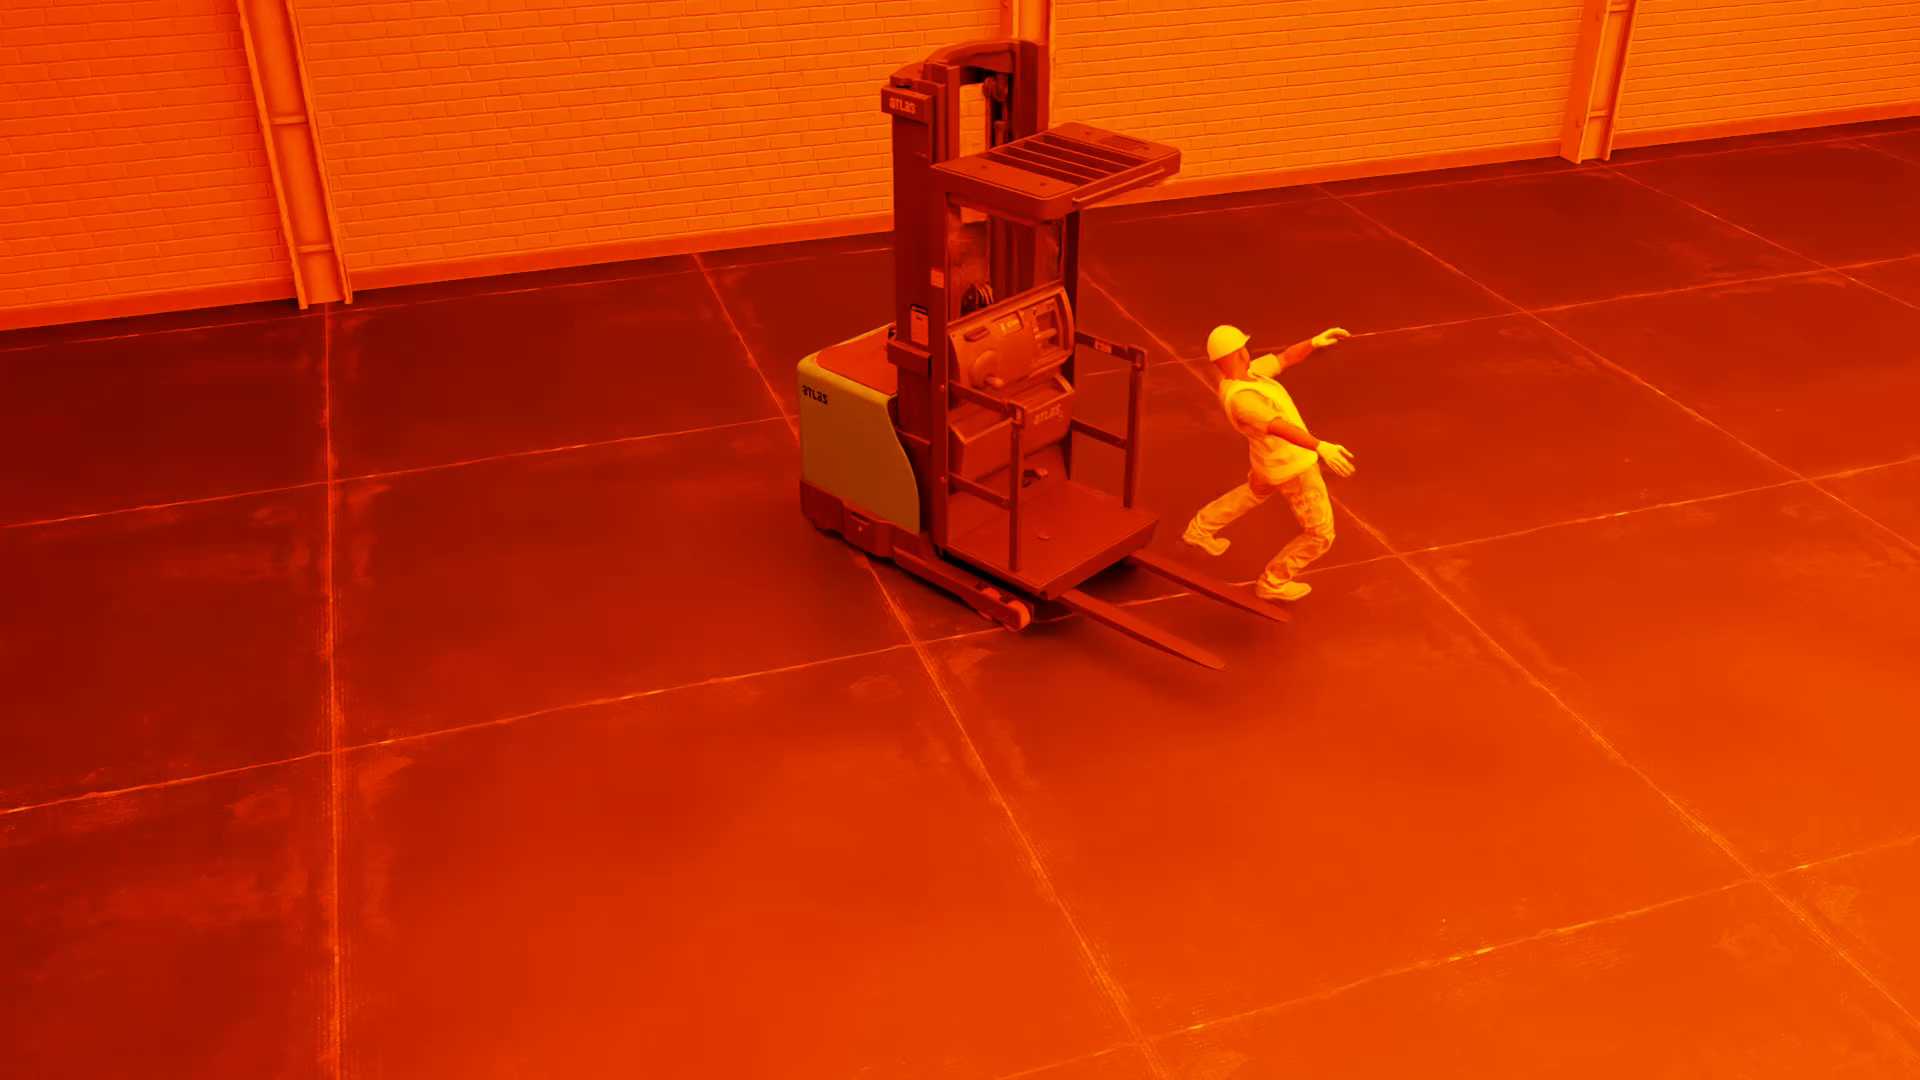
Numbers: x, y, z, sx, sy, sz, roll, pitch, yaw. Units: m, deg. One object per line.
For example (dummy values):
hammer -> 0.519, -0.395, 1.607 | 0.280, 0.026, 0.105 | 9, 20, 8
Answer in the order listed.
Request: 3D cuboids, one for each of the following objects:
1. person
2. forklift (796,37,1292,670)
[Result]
person -> 1.760, -0.355, 9.015 | 0.739, 1.506, 1.107 | -8, 31, -13
forklift -> 0.443, -1.061, 8.931 | 3.031, 2.935, 1.130 | 25, 38, 37
